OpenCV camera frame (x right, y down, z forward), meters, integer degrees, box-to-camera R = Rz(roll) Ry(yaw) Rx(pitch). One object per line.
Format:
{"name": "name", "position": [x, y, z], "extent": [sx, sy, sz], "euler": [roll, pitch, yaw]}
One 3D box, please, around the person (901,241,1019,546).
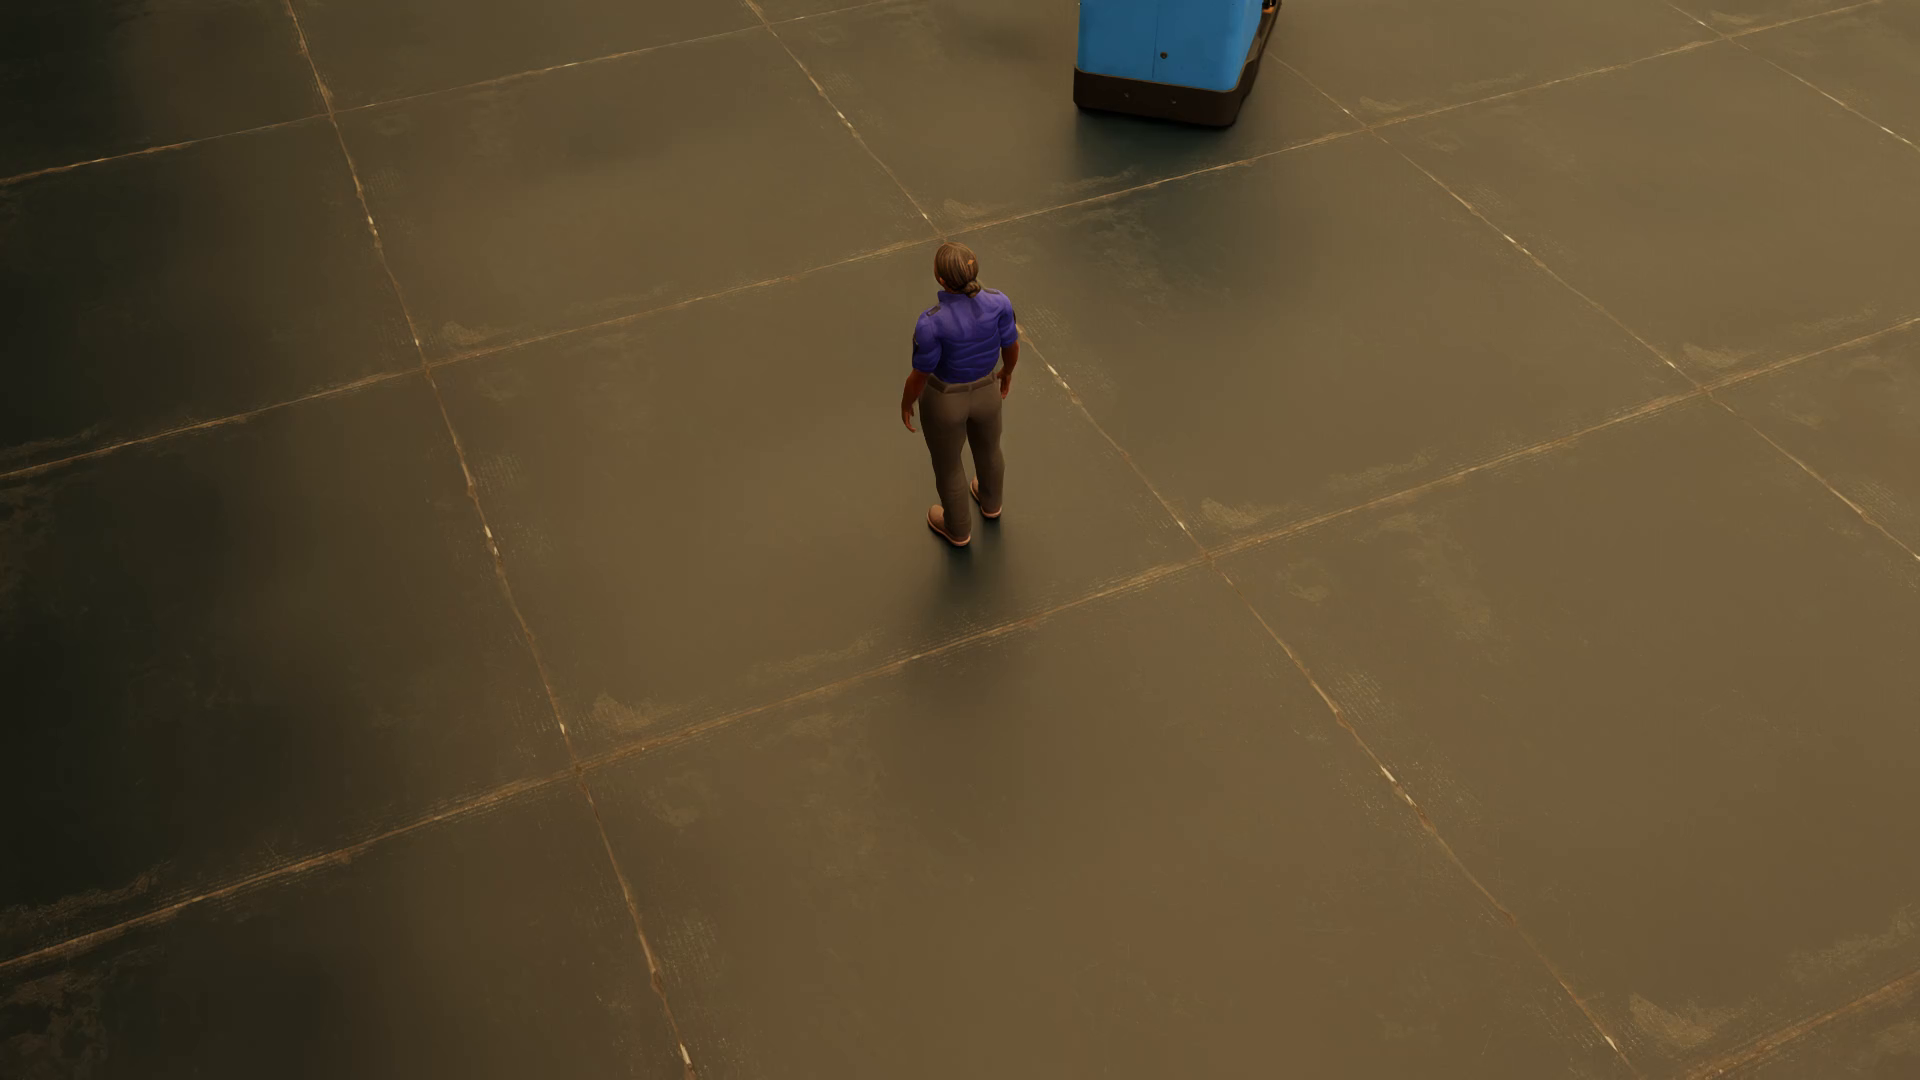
{"name": "person", "position": [-0.019, -0.670, 7.323], "extent": [0.569, 1.654, 0.504], "euler": [-18, 46, -18]}

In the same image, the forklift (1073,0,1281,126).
{"name": "forklift", "position": [1.648, -4.711, 10.728], "extent": [1.130, 2.935, 3.031], "euler": [12, 44, 12]}
